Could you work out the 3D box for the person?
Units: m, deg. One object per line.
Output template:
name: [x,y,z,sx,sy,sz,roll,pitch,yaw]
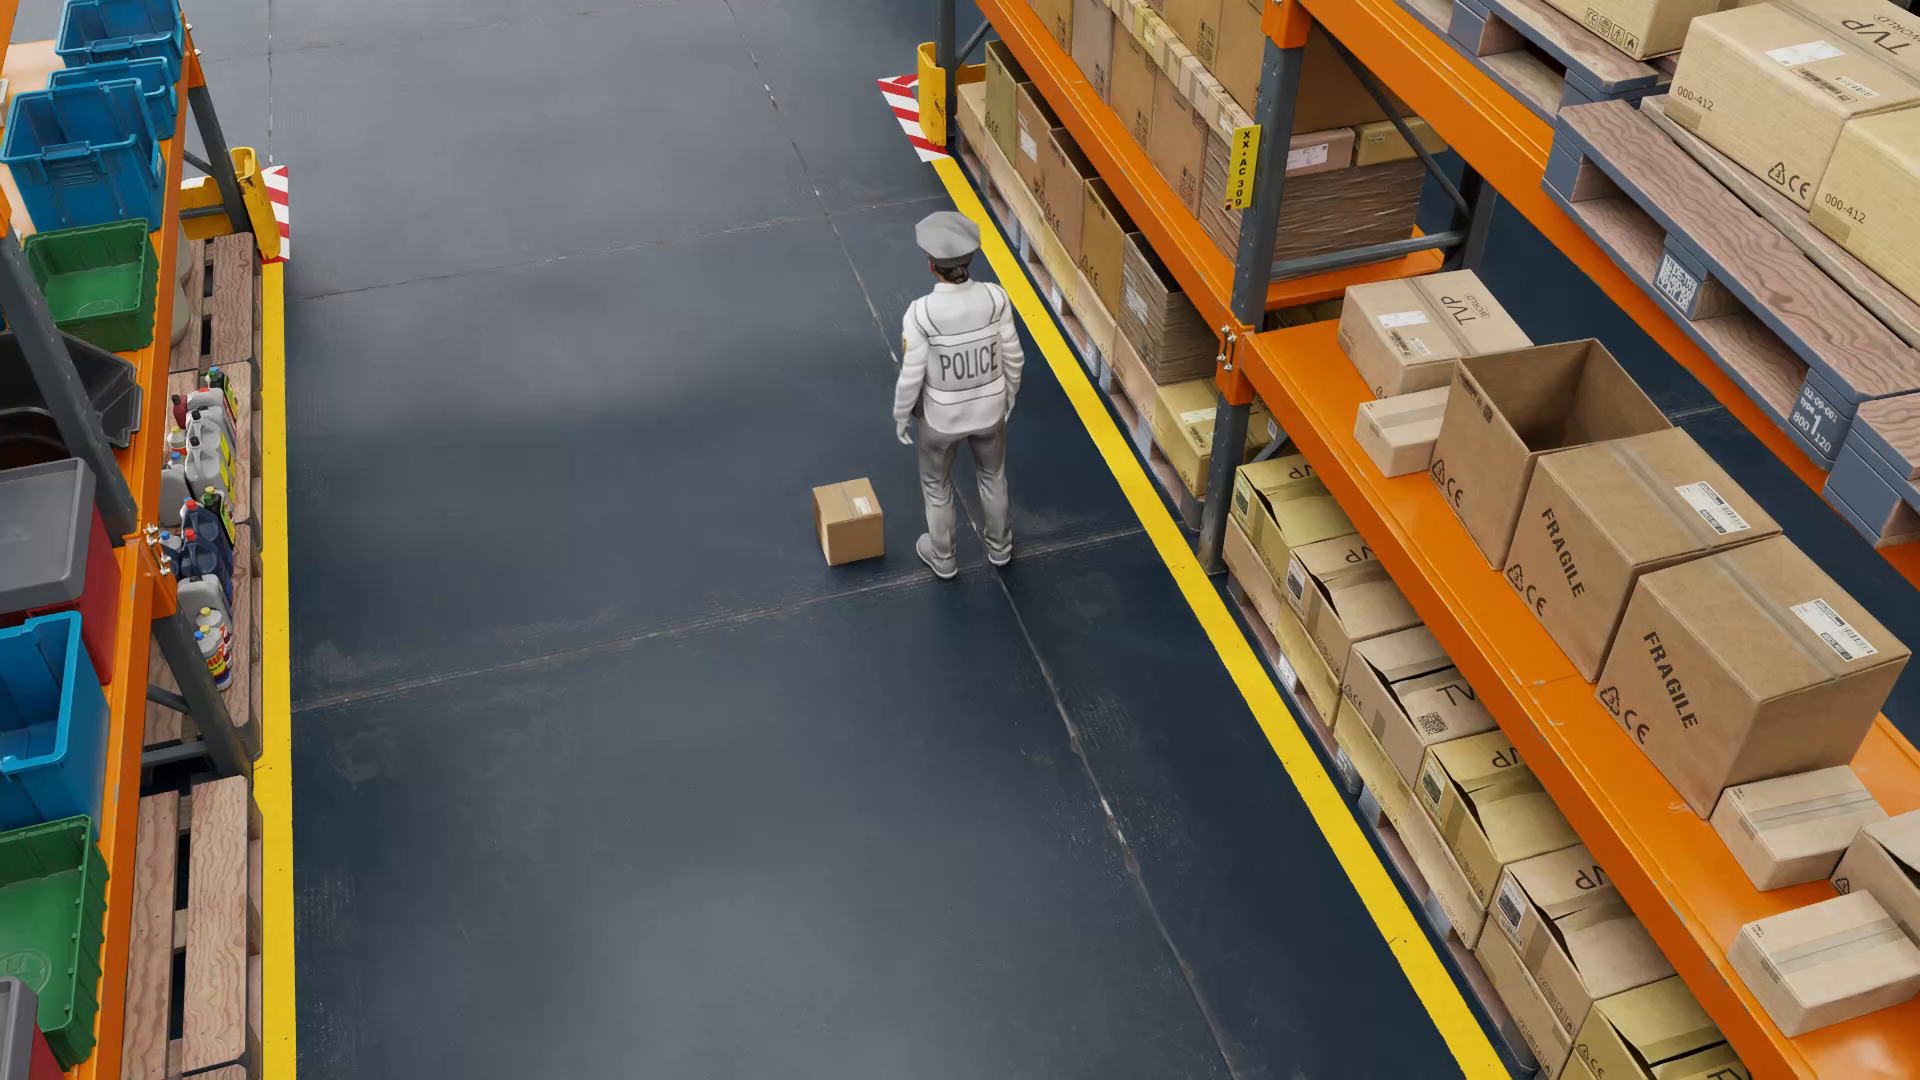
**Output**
person: [-0.006,-0.531,6.735,0.547,1.666,0.370,-13,44,-14]
